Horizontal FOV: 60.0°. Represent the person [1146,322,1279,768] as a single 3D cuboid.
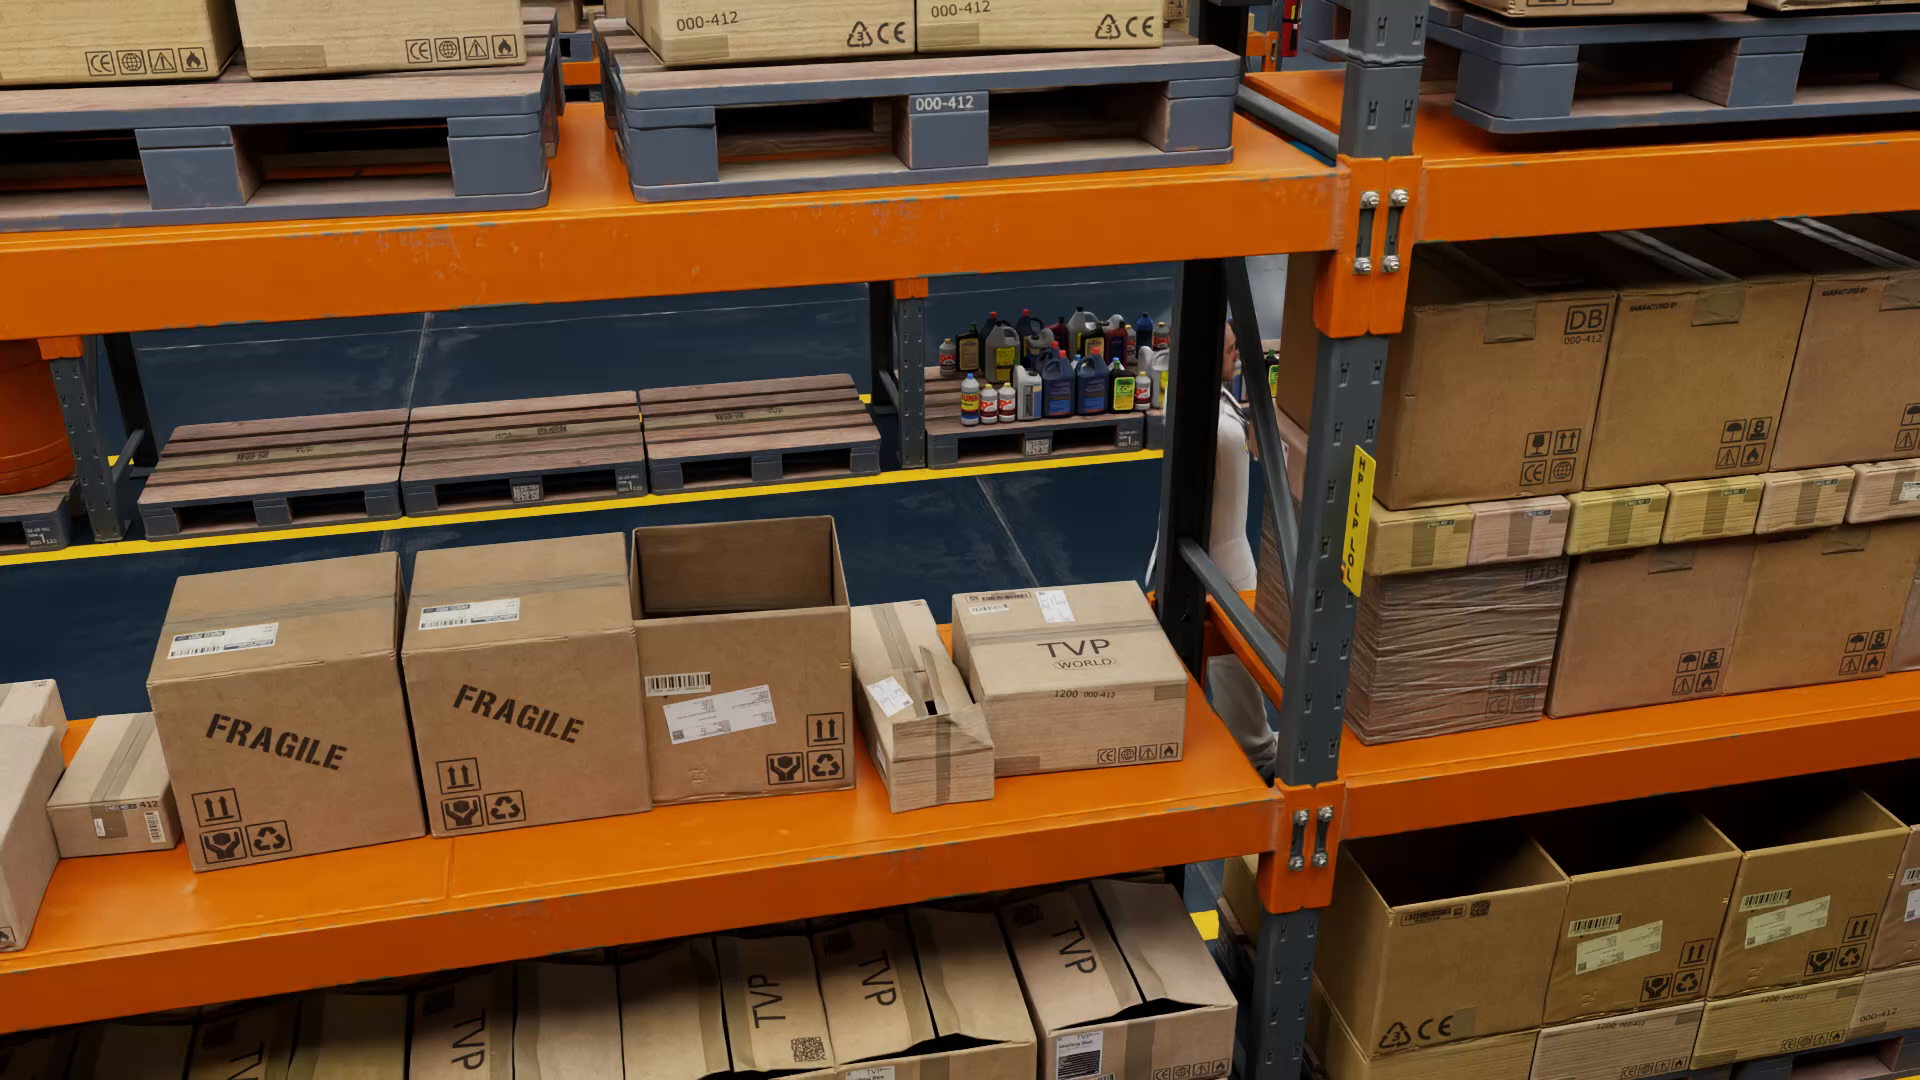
[{"bbox_3d":[0.965,0.023,6.077,0.798,1.775,0.613,0,26,1],"label":"person"}]
